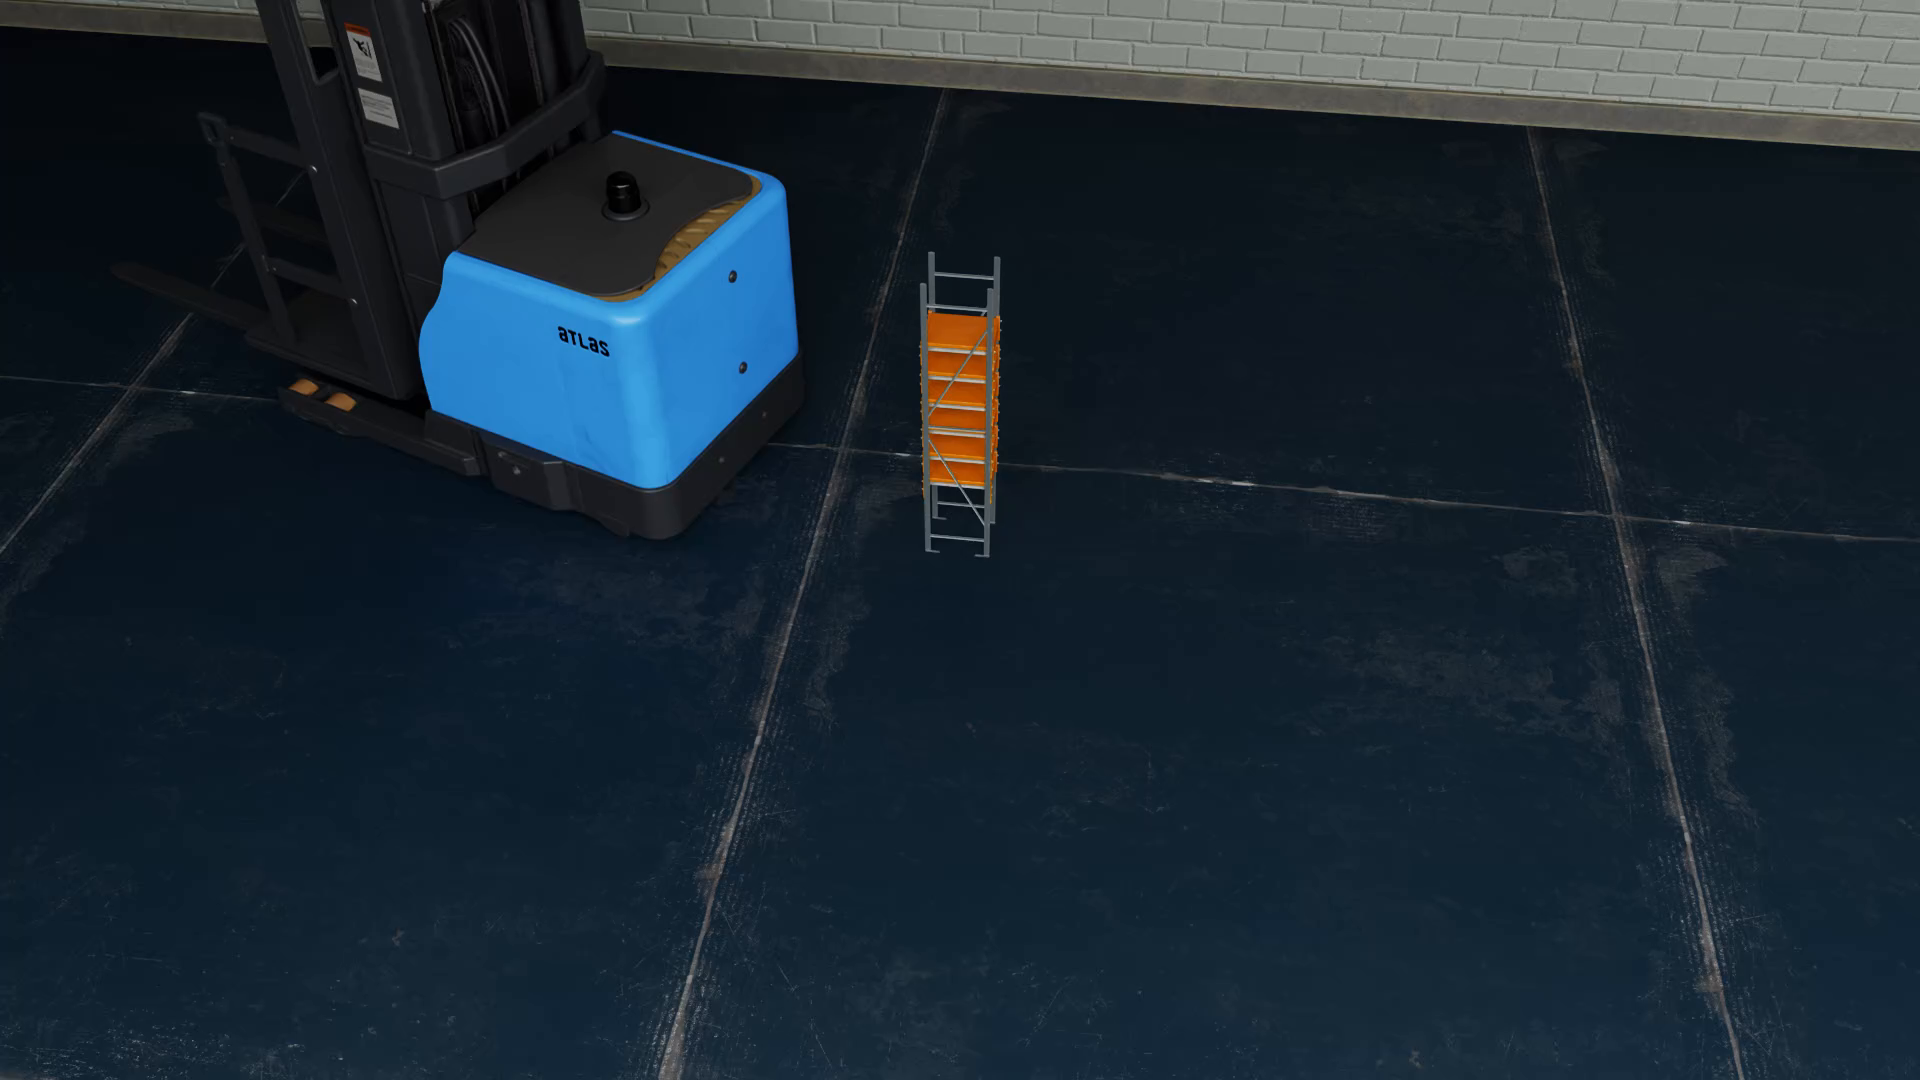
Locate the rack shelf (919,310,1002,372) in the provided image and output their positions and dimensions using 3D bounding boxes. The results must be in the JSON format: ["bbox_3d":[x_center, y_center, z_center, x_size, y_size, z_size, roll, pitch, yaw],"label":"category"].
[{"bbox_3d":[0.002,-0.675,5.631,0.258,0.103,0.180,5,44,6],"label":"rack shelf"}]

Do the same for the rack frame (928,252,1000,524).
[{"bbox_3d":[0.014,-0.508,5.914,0.240,1.200,0.006,5,44,6],"label":"rack frame"}]

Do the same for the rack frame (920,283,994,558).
[{"bbox_3d":[-0.010,-0.383,5.782,0.240,1.200,0.006,5,44,6],"label":"rack frame"}]

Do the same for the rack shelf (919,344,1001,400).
[{"bbox_3d":[0.002,-0.588,5.713,0.258,0.103,0.180,5,44,6],"label":"rack shelf"}]

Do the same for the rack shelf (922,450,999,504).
[{"bbox_3d":[0.002,-0.239,6.043,0.258,0.103,0.180,5,44,6],"label":"rack shelf"}]

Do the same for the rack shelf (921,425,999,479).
[{"bbox_3d":[0.002,-0.326,5.961,0.258,0.103,0.180,5,44,6],"label":"rack shelf"}]

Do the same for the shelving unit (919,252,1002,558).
[{"bbox_3d":[0.002,-0.446,5.848,0.258,1.200,0.189,5,44,6],"label":"shelving unit"}]

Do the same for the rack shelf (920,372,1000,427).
[{"bbox_3d":[0.002,-0.500,5.796,0.258,0.103,0.180,5,44,6],"label":"rack shelf"}]

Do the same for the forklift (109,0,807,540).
[{"bbox_3d":[-2.171,-1.789,6.008,3.031,2.935,1.130,20,47,20],"label":"forklift"}]

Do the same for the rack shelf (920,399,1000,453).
[{"bbox_3d":[0.002,-0.413,5.878,0.258,0.103,0.180,5,44,6],"label":"rack shelf"}]
